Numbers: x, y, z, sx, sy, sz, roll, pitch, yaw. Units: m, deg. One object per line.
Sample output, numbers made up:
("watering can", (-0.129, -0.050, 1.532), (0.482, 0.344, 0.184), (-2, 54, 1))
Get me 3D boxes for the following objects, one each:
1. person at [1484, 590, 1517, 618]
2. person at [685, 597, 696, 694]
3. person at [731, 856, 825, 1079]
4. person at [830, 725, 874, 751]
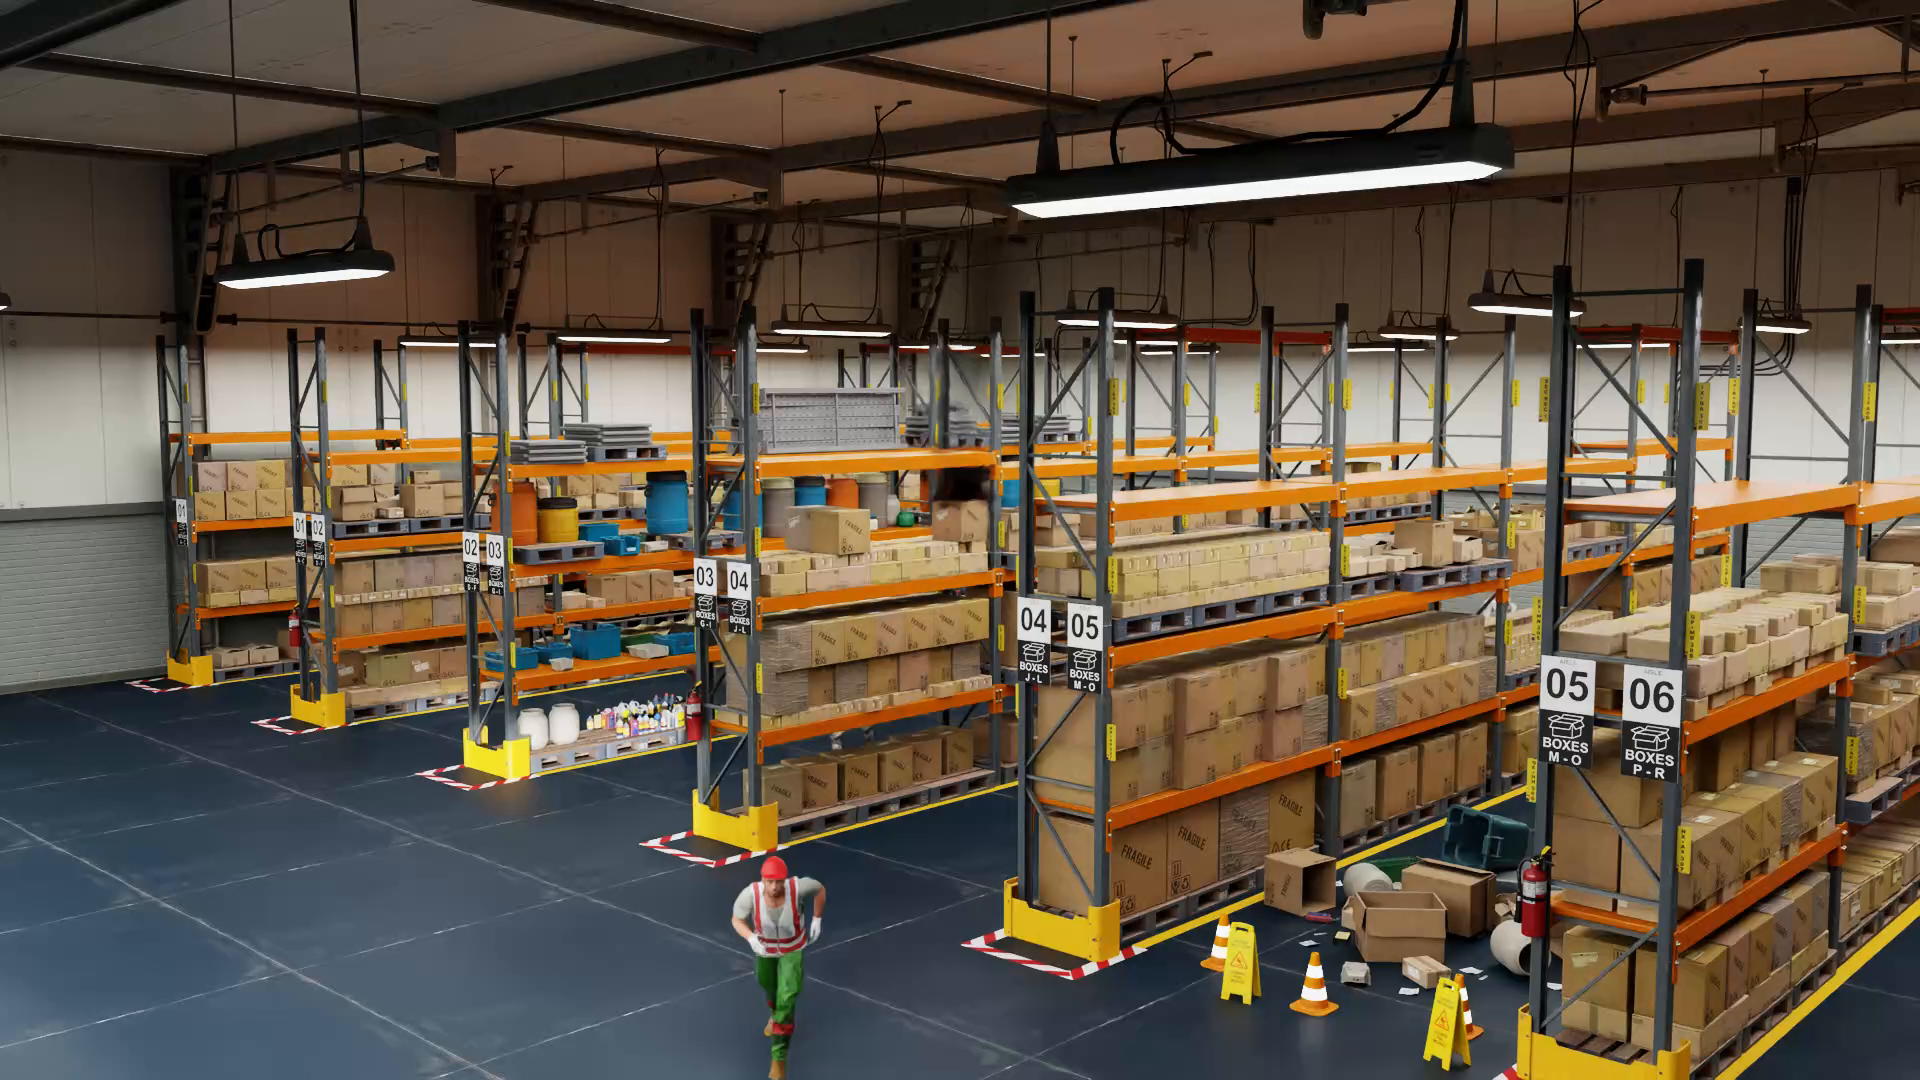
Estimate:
("person", (9.732, 1.583, 29.769), (0.688, 1.679, 0.608), (0, 5, -1))
("person", (-4.405, 1.762, 27.630), (0.574, 1.631, 0.540), (5, 7, 41))
("person", (-1.375, 3.156, 12.650), (0.704, 1.733, 1.052), (0, 5, -5))
("person", (-1.546, 2.183, 23.073), (0.706, 1.731, 1.055), (4, 6, 34))
